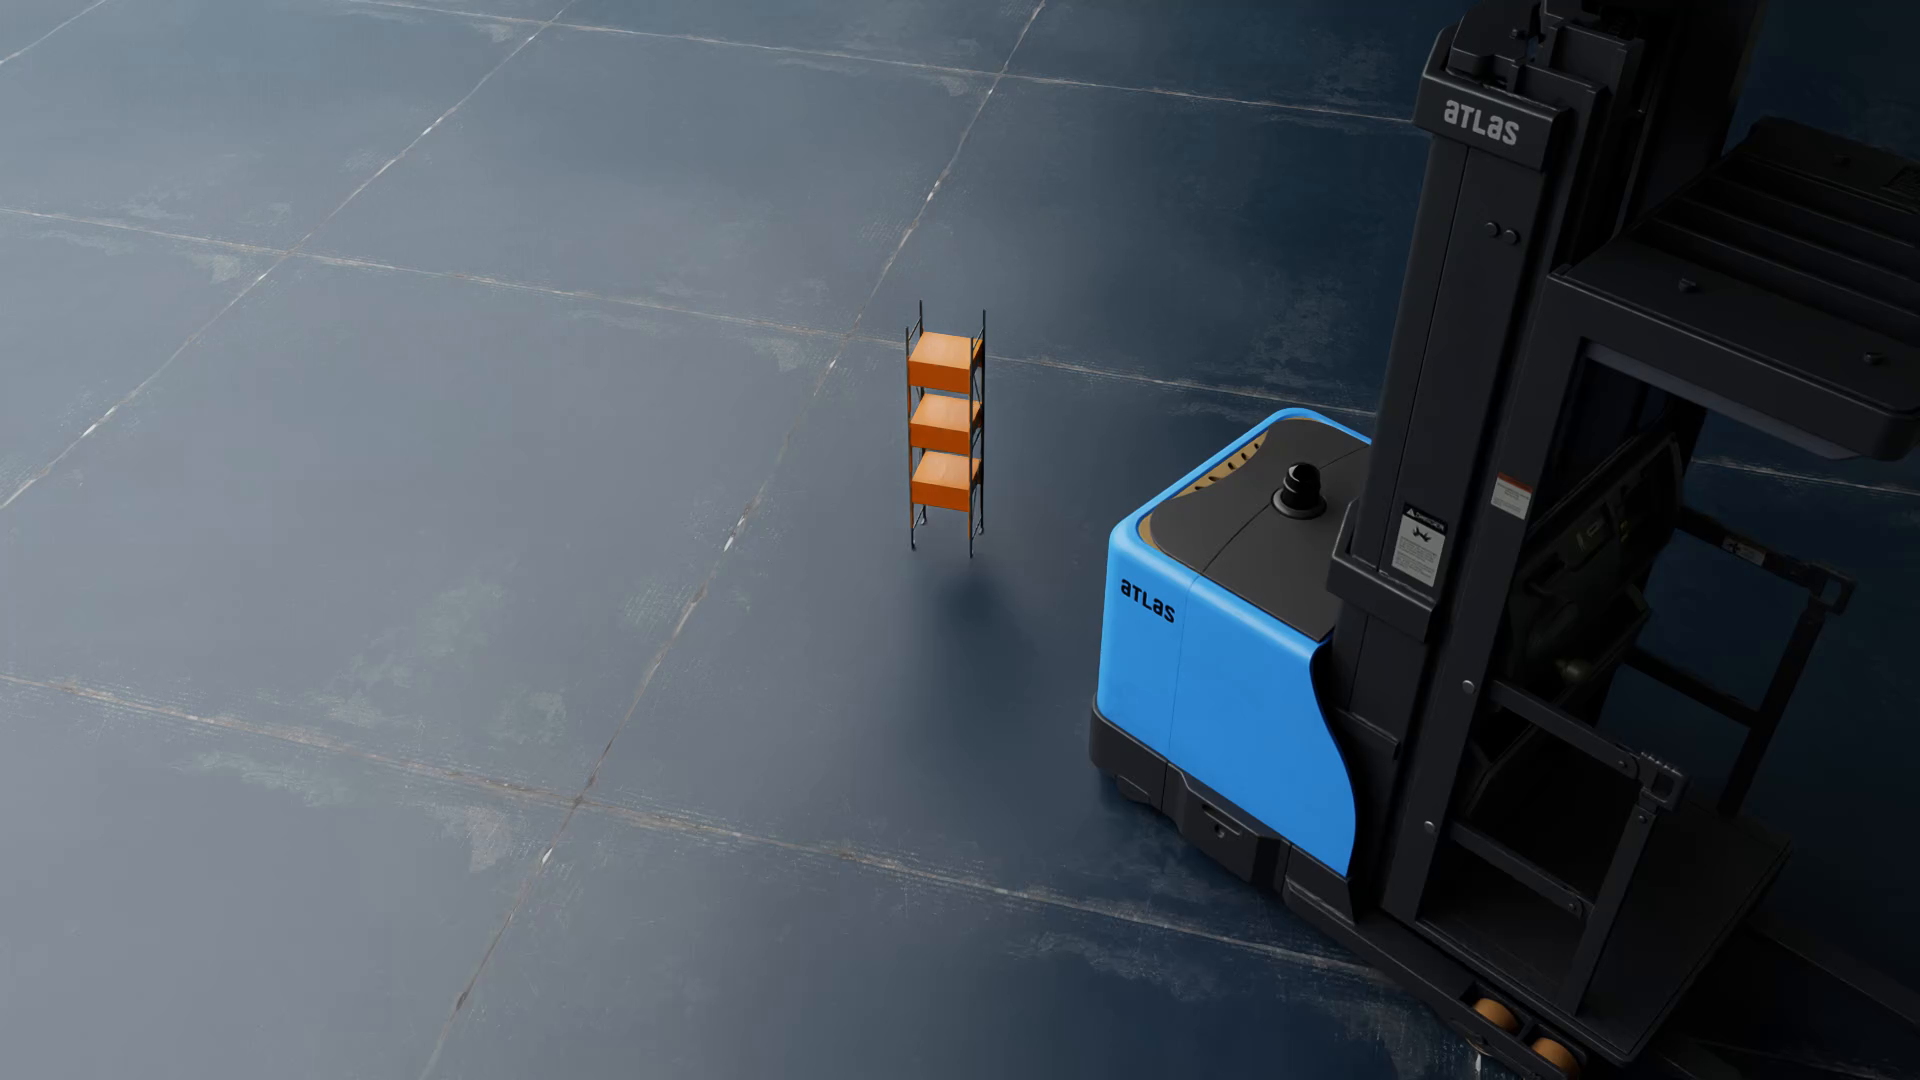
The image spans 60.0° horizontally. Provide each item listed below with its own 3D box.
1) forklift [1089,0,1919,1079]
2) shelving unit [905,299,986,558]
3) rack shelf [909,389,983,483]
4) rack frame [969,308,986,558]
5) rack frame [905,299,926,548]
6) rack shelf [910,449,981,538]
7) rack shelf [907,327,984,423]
[{"bbox_3d":[1.852,0.109,4.341,3.031,2.935,1.130,32,50,32],"label":"forklift"},{"bbox_3d":[-0.052,-0.411,6.423,0.252,1.050,0.215,10,41,11],"label":"shelving unit"},{"bbox_3d":[-0.052,-0.403,6.430,0.240,0.259,0.215,10,41,11],"label":"rack shelf"},{"bbox_3d":[0.066,-0.391,6.399,0.008,1.050,0.200,10,41,11],"label":"rack frame"},{"bbox_3d":[-0.170,-0.431,6.447,0.008,1.050,0.200,10,41,11],"label":"rack frame"},{"bbox_3d":[-0.052,-0.190,6.609,0.240,0.259,0.215,10,41,11],"label":"rack shelf"},{"bbox_3d":[-0.052,-0.620,6.247,0.240,0.259,0.215,10,41,11],"label":"rack shelf"}]
